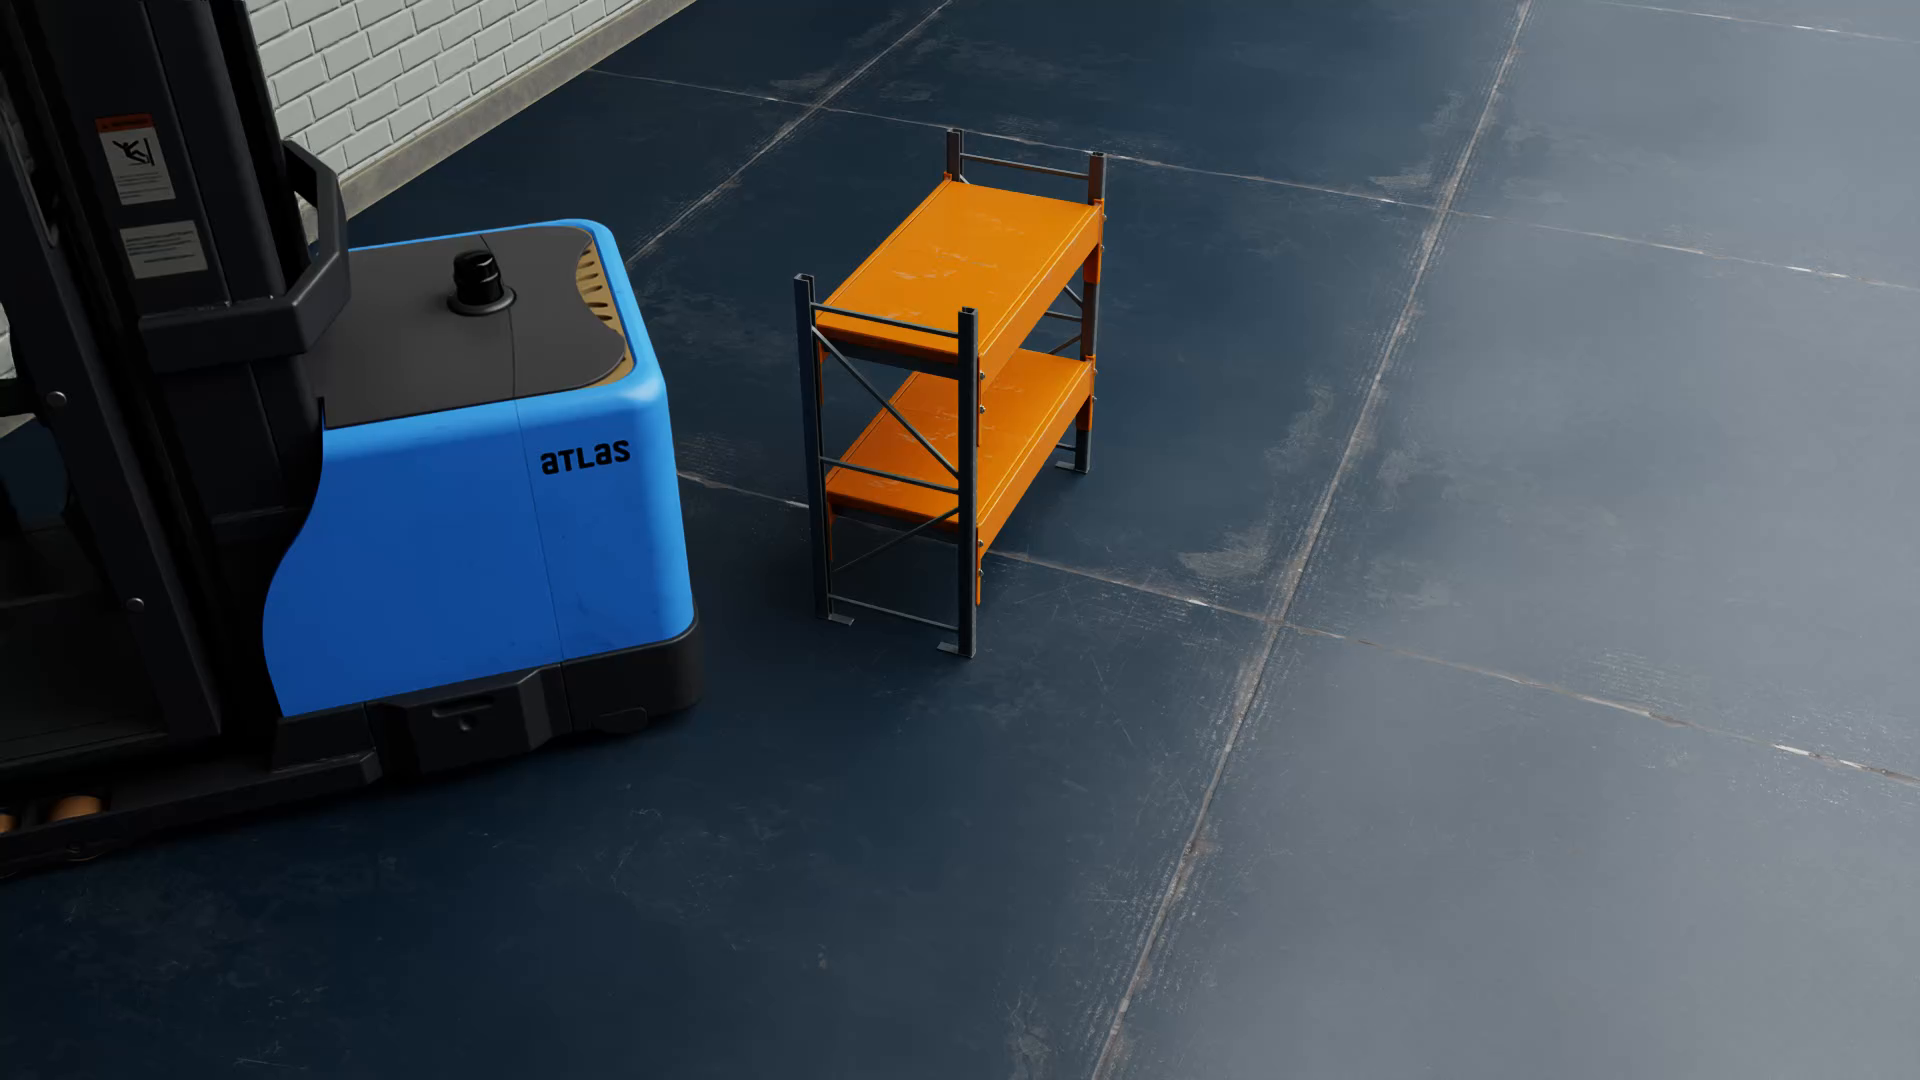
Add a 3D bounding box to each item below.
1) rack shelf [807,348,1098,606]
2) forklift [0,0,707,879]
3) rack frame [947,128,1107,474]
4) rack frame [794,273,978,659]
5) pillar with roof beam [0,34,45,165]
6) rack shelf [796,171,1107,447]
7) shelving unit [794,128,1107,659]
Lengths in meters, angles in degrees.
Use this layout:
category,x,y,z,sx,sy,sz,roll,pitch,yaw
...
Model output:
category,x,y,z,sx,sy,sz,roll,pitch,yaw
rack shelf,0.003,-0.258,5.065,0.538,0.278,1.000,14,39,18
forklift,-2.274,-0.688,3.723,3.031,2.935,1.130,-11,38,-14
rack frame,0.196,-0.736,5.295,0.500,1.125,0.032,14,39,18
rack frame,-0.191,-0.173,4.542,0.500,1.125,0.032,14,39,18
pillar with roof beam,1.057,-3.333,2.192,9.100,9.000,0.400,14,39,18
rack shelf,0.003,-0.689,4.743,0.538,0.278,1.000,14,39,18
shelving unit,0.003,-0.454,4.918,0.538,1.125,1.048,14,39,18
